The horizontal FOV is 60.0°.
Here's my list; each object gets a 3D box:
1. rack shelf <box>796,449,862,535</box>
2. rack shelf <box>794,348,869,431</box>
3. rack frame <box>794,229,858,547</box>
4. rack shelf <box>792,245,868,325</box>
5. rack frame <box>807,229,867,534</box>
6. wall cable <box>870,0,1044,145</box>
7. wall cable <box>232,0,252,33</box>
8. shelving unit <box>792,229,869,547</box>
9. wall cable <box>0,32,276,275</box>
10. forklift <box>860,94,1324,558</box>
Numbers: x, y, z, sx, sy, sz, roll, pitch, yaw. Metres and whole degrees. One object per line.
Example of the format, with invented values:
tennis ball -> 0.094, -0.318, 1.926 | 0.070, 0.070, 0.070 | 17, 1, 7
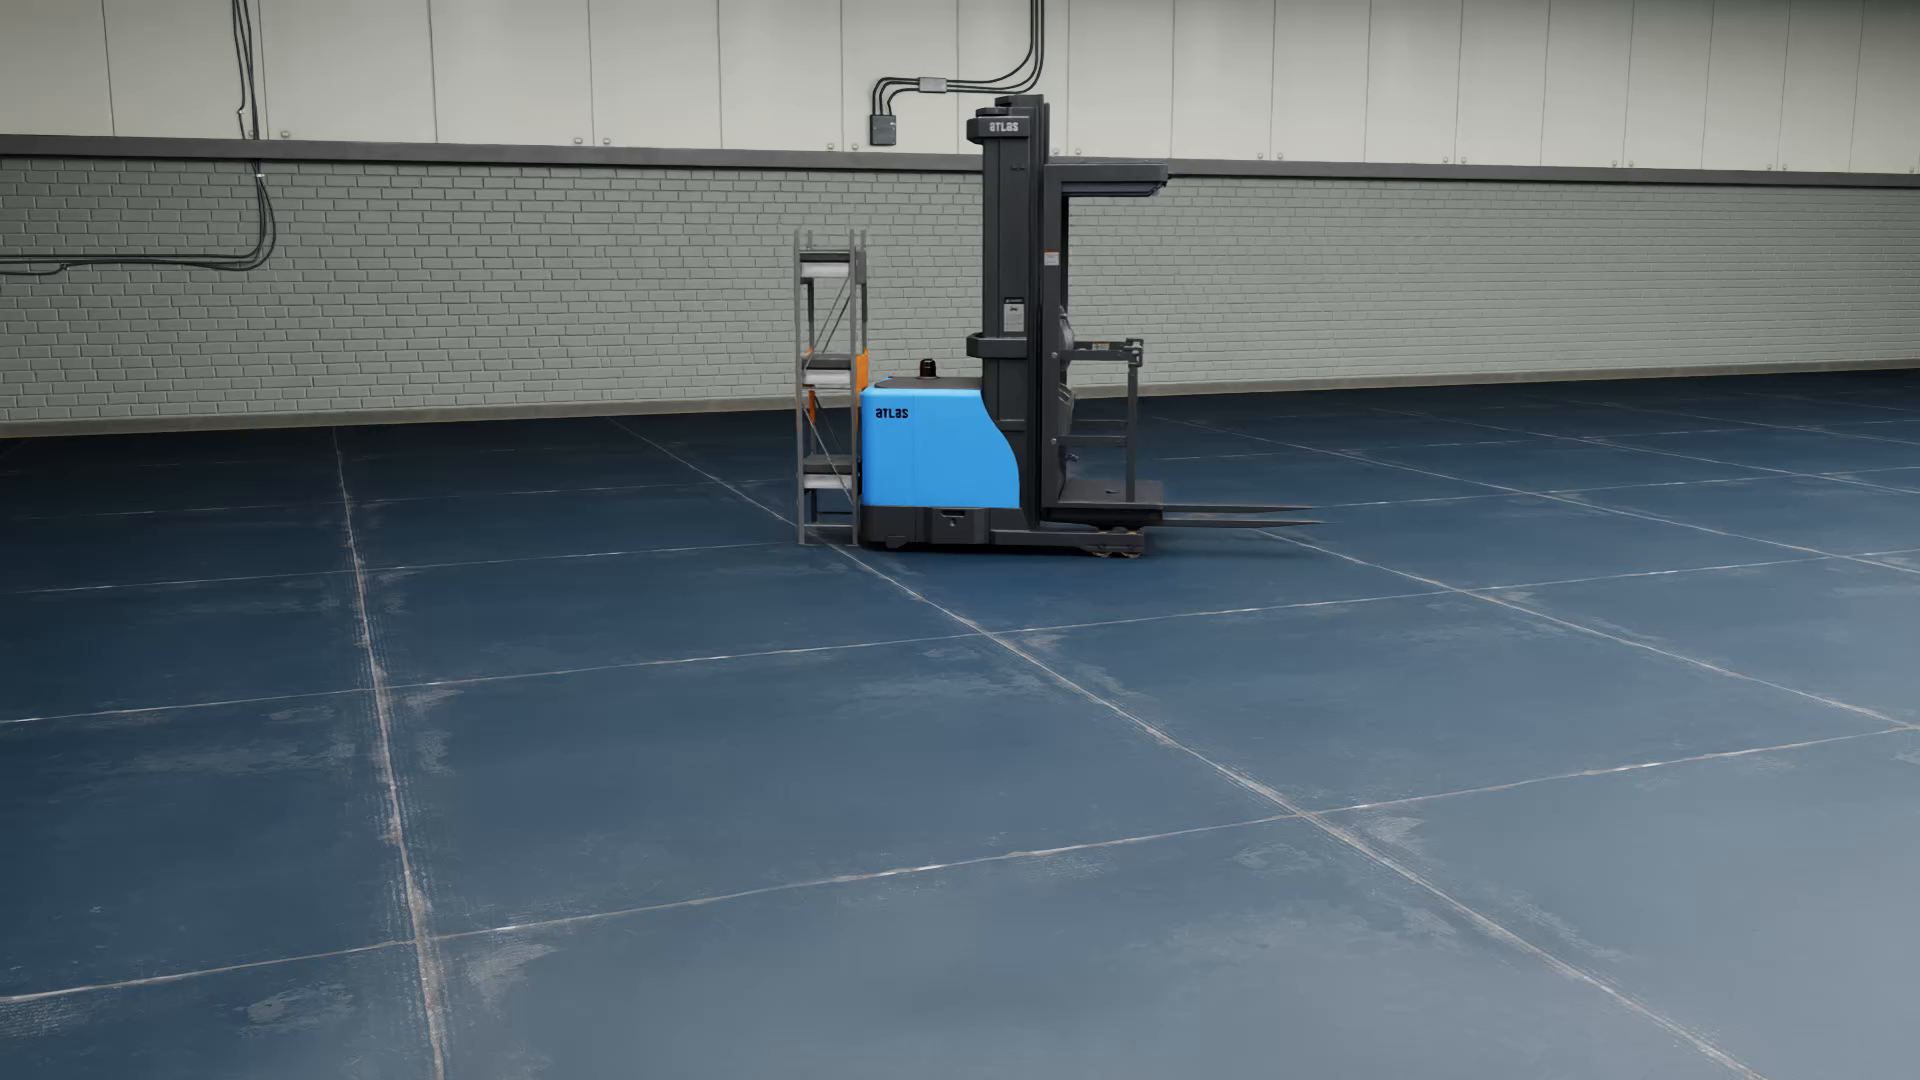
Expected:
rack shelf -> -0.861, -0.333, 11.371 | 0.431, 0.518, 0.480 | 1, 10, 5
rack shelf -> -0.861, -1.022, 11.248 | 0.431, 0.518, 0.480 | 1, 10, 5
rack frame -> -0.885, -0.993, 11.007 | 0.400, 2.100, 0.015 | 1, 10, 5
rack shelf -> -0.861, -1.711, 11.125 | 0.431, 0.518, 0.480 | 1, 10, 5
rack frame -> -0.838, -1.078, 11.485 | 0.400, 2.100, 0.015 | 1, 10, 5
wall cable -> 0.001, -7.849, 20.140 | 2.305, 6.003, 0.169 | -4, 11, -21
wall cable -> -6.332, -6.704, 17.860 | 3.097, 2.526, 0.112 | -4, 11, -21
shelving unit -> -0.861, -1.035, 11.246 | 0.431, 2.100, 0.503 | 1, 10, 5
wall cable -> -8.853, -4.046, 17.337 | 3.097, 2.526, 0.112 | -4, 11, -21
forklift -> 0.892, -1.426, 11.066 | 3.031, 2.935, 1.130 | 1, 10, 6
